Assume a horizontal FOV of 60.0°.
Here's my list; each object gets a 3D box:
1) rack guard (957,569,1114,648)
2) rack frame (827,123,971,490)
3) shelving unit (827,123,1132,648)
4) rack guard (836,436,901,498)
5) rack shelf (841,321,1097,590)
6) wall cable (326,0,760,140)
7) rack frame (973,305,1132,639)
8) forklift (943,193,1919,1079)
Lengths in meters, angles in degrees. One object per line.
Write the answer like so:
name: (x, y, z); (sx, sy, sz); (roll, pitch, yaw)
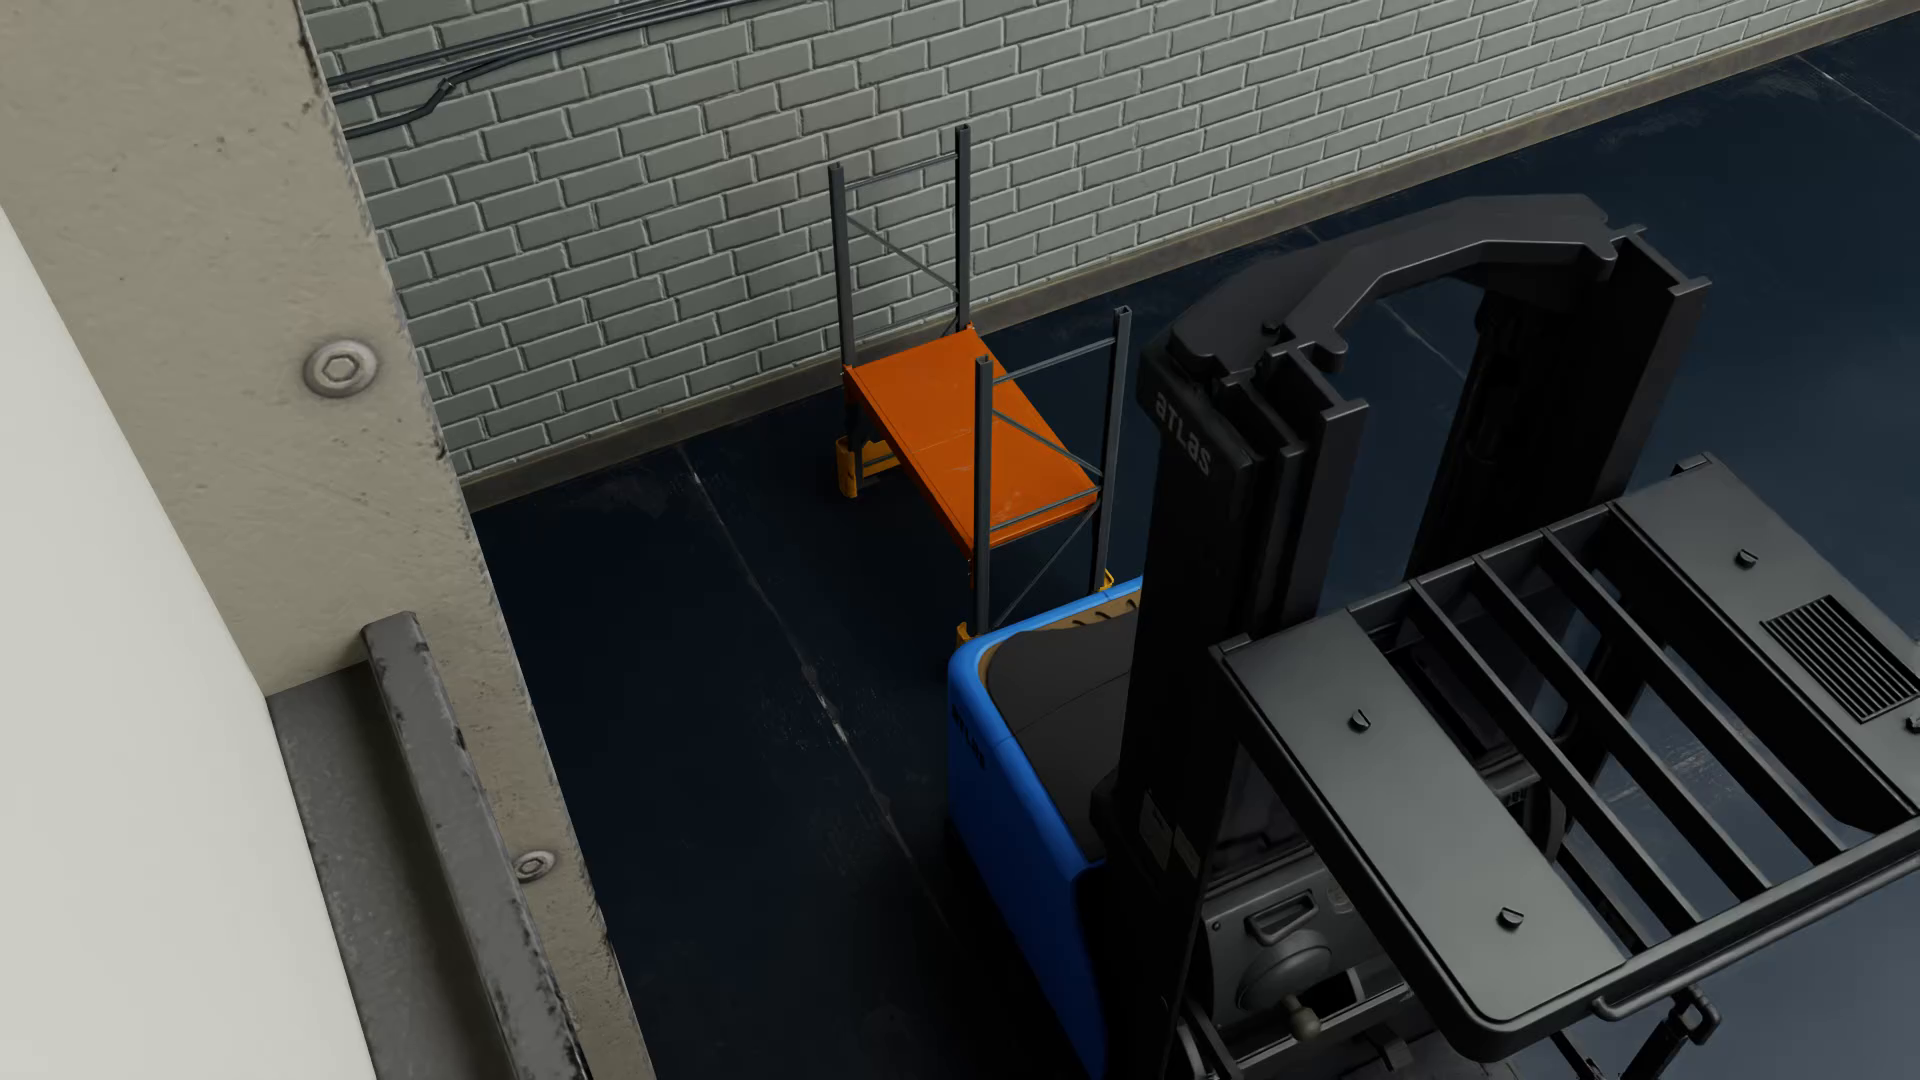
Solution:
rack guard: (0.263, 0.302, 5.817); (0.587, 0.250, 0.087); (-21, 52, -18)
rack frame: (-0.194, -0.777, 5.931); (0.500, 1.500, 0.032); (-21, 52, -18)
shelving unit: (0.035, -0.443, 5.638); (0.587, 1.500, 1.083); (-21, 52, -18)
rack guard: (-0.193, -0.365, 6.400); (0.587, 0.250, 0.087); (-21, 52, -18)
rack shelf: (0.039, -0.318, 5.768); (0.538, 0.185, 1.000); (-21, 52, -18)
wall cable: (-1.083, -2.330, 4.370); (3.097, 2.526, 0.112); (-21, 52, -18)
rack frame: (0.272, -0.096, 5.335); (0.500, 1.500, 0.032); (-21, 52, -18)
forklift: (1.034, 0.891, 3.521); (1.130, 2.935, 3.031); (-20, 52, -16)
